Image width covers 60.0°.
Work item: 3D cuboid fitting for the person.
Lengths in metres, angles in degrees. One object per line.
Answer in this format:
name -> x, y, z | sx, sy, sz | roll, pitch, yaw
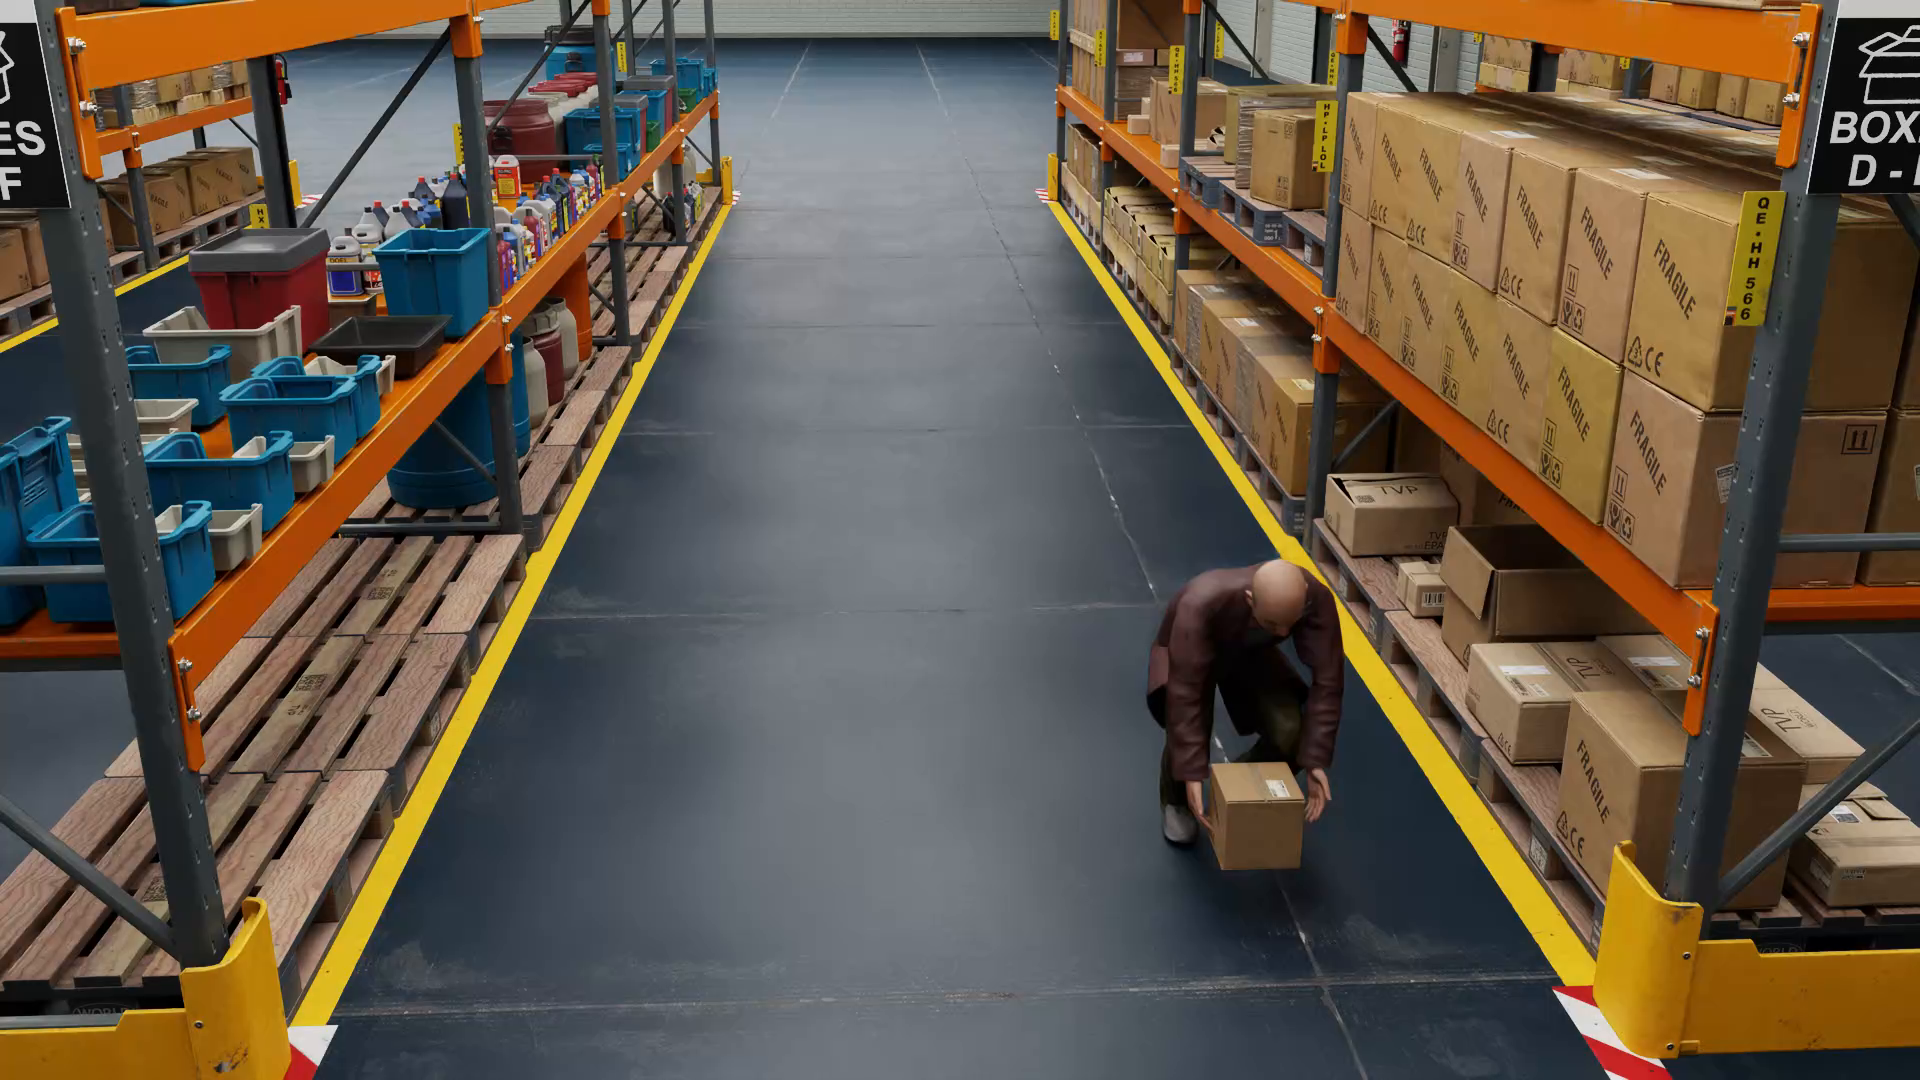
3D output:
person -> 0.947, 0.502, 5.648 | 0.620, 1.144, 0.852 | -1, 20, -3
